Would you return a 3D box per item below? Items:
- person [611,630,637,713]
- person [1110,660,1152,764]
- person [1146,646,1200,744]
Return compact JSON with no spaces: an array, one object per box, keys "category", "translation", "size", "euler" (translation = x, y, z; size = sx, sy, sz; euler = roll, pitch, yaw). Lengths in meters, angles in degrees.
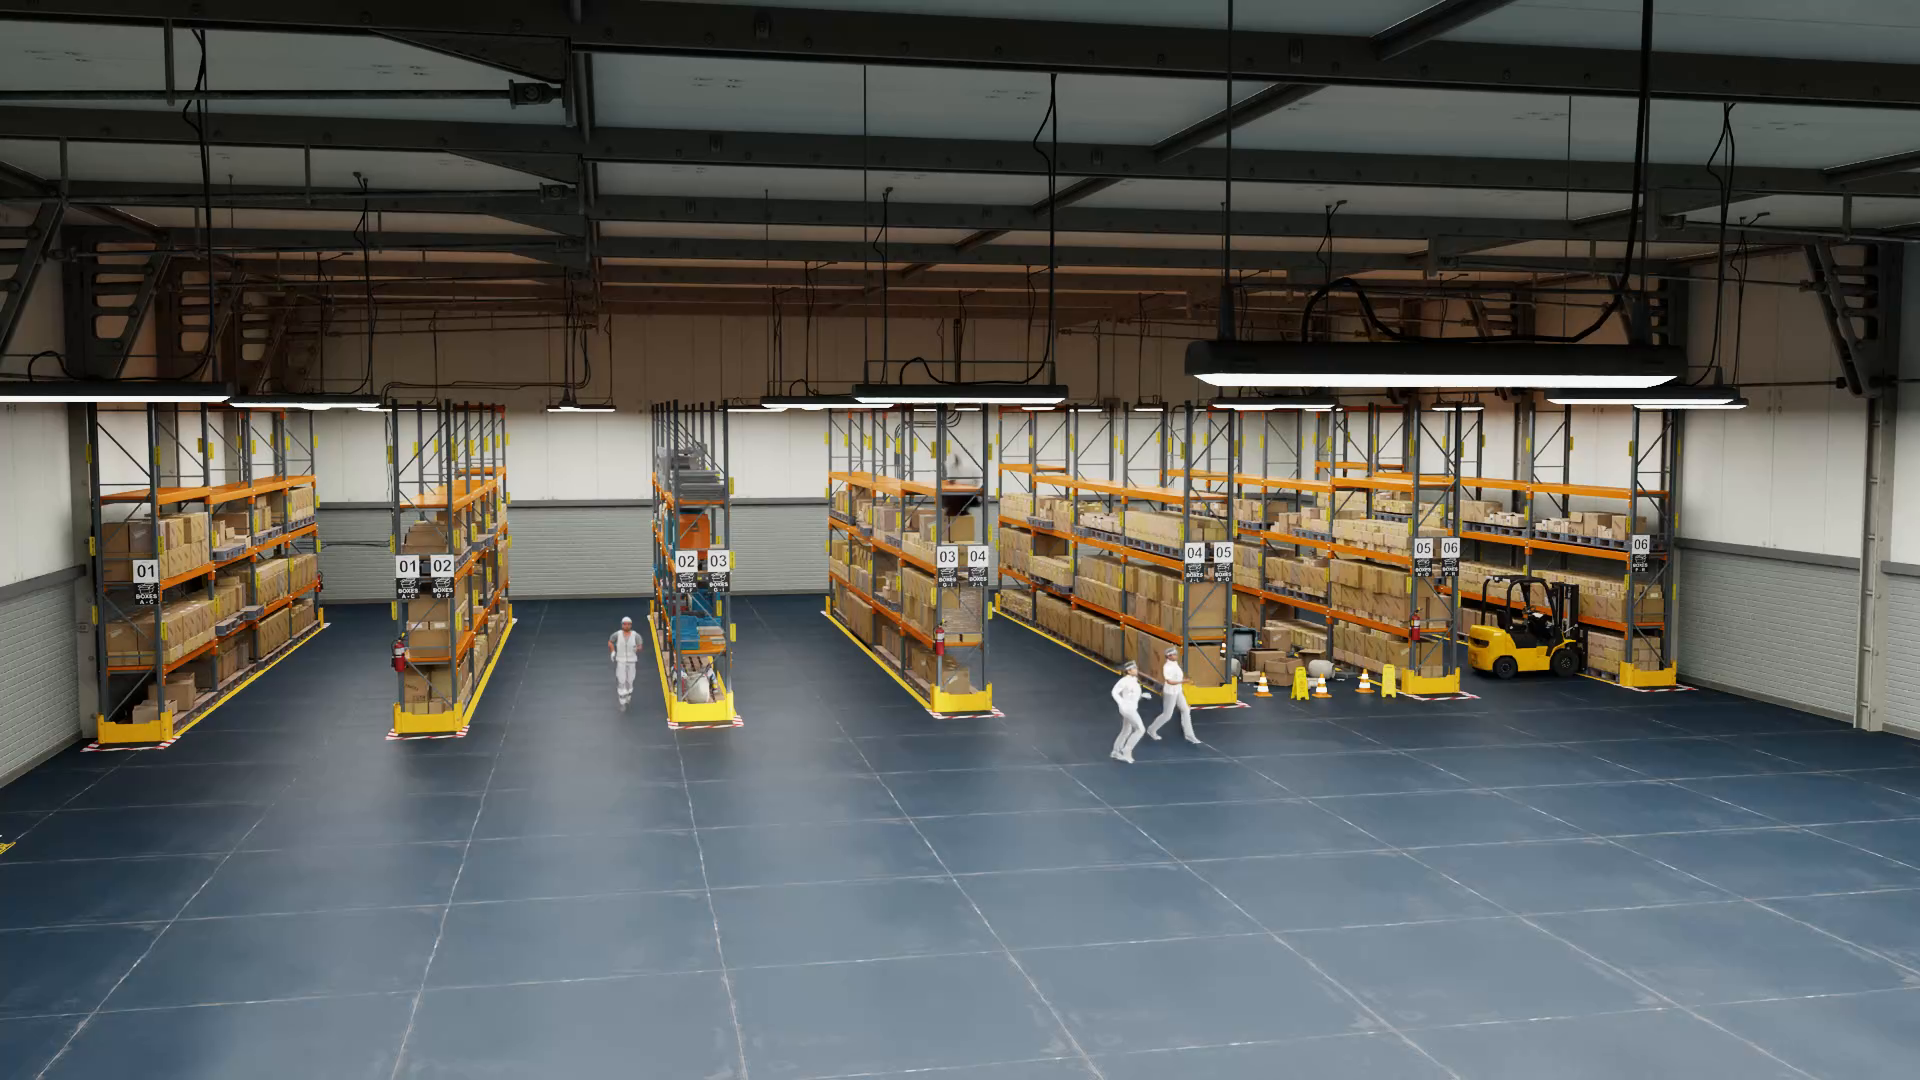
[{"category":"person","translation":[-6.494,2.529,32.234],"size":[0.512,1.602,0.784],"euler":[-1,5,-17]},{"category":"person","translation":[2.825,2.824,27.431],"size":[0.659,1.710,0.584],"euler":[1,5,18]},{"category":"person","translation":[3.723,2.693,28.984],"size":[0.935,1.702,0.379],"euler":[2,5,29]}]
